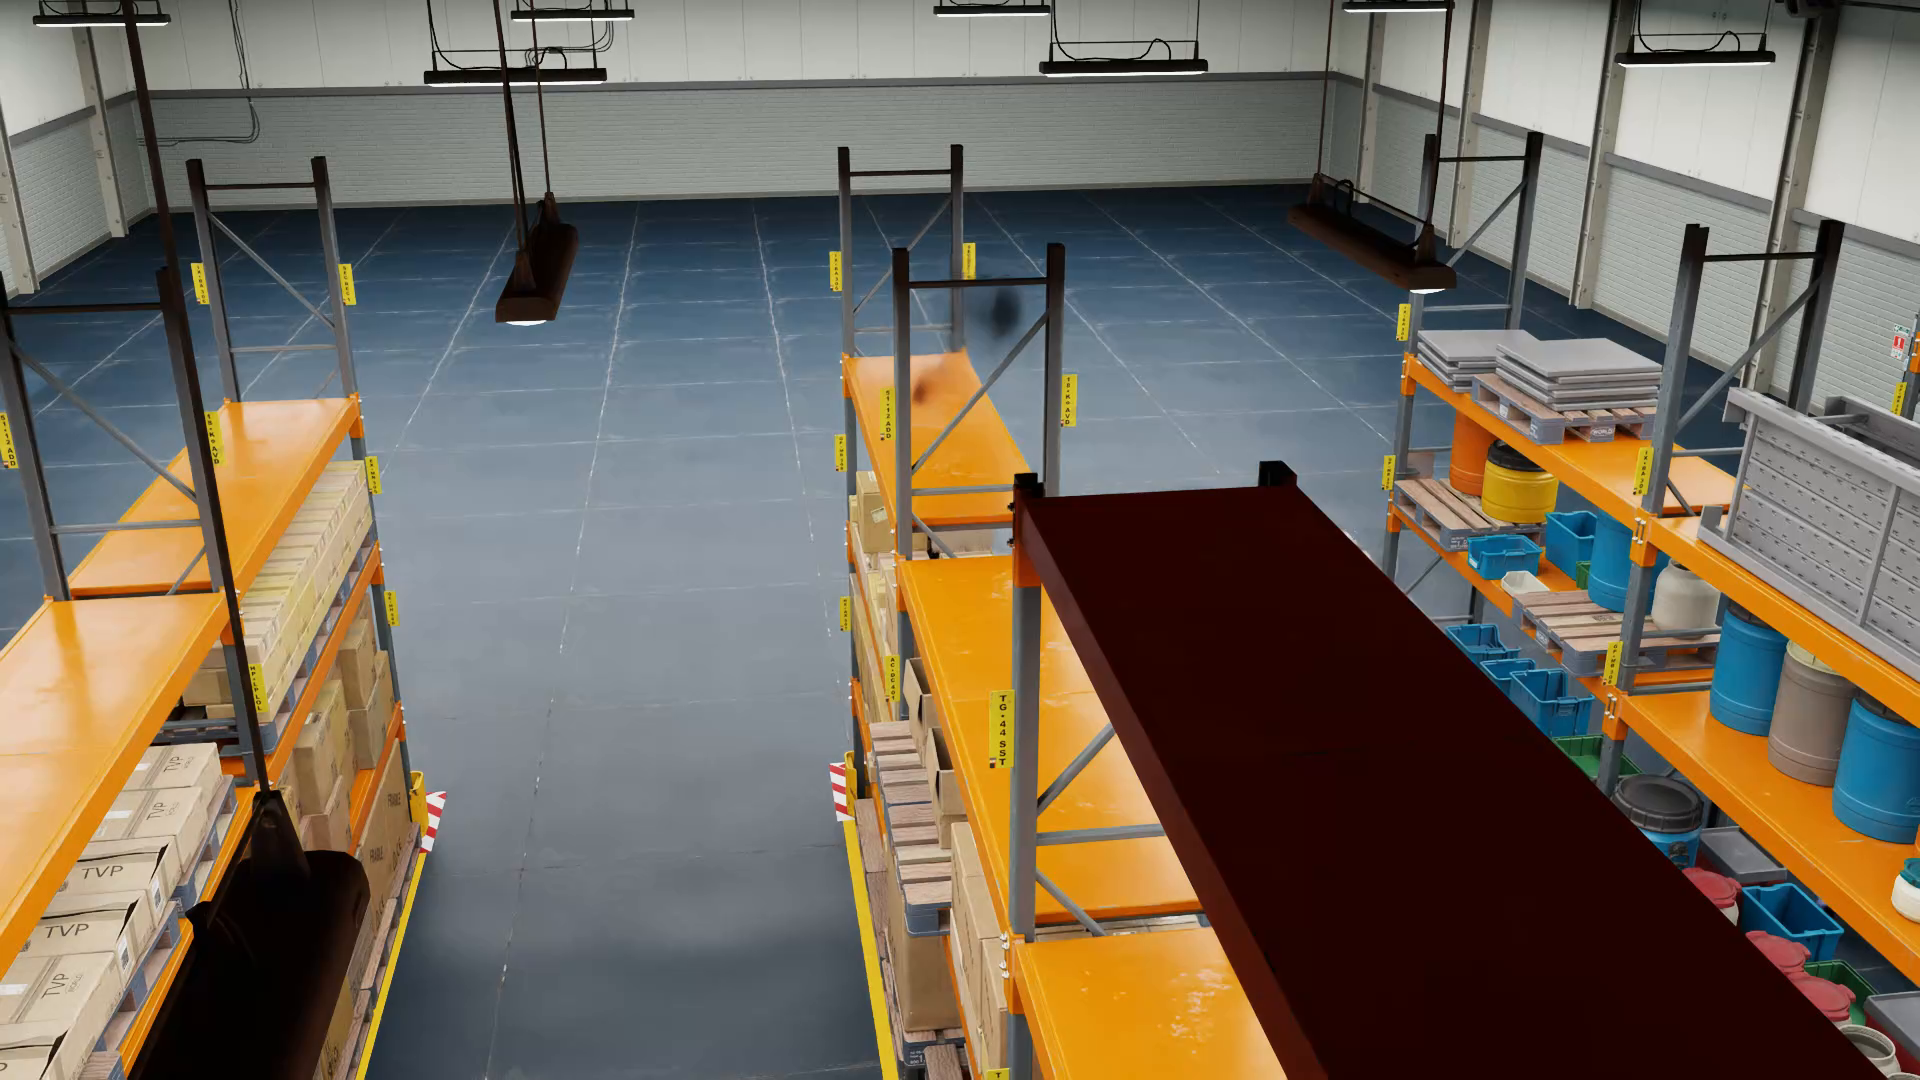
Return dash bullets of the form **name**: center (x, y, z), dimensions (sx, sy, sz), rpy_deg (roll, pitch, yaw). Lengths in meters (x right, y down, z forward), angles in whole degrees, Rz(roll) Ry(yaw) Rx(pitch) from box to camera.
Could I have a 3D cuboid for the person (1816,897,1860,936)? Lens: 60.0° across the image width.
- **person**: center (7.185, 2.450, 13.316), dimensions (0.592, 1.616, 0.762), rpy_deg (-10, 24, -24)
